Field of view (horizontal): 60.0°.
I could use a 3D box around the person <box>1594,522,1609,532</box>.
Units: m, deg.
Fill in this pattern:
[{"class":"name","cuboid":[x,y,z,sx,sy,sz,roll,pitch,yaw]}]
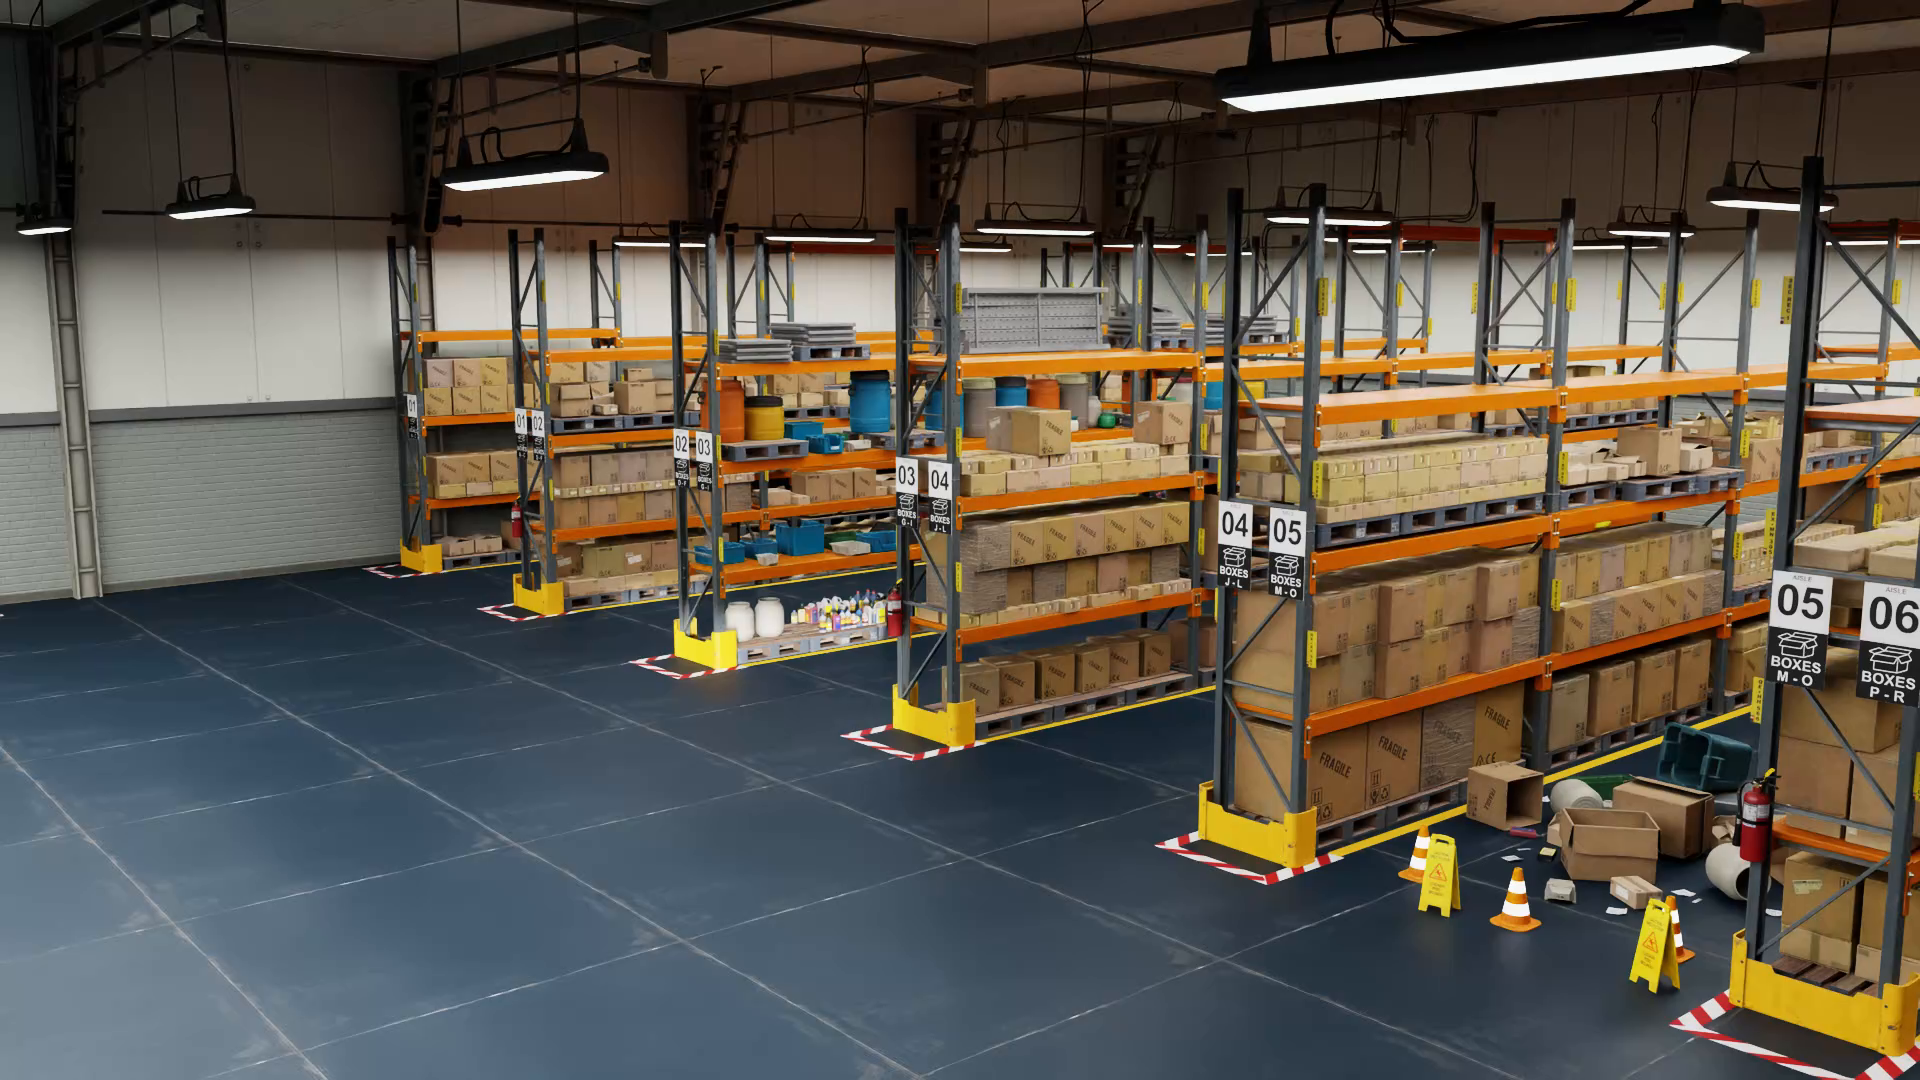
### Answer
[{"class":"person","cuboid":[9.388,0.554,24.423,0.508,1.762,0.612,-6,11,-34]}]
